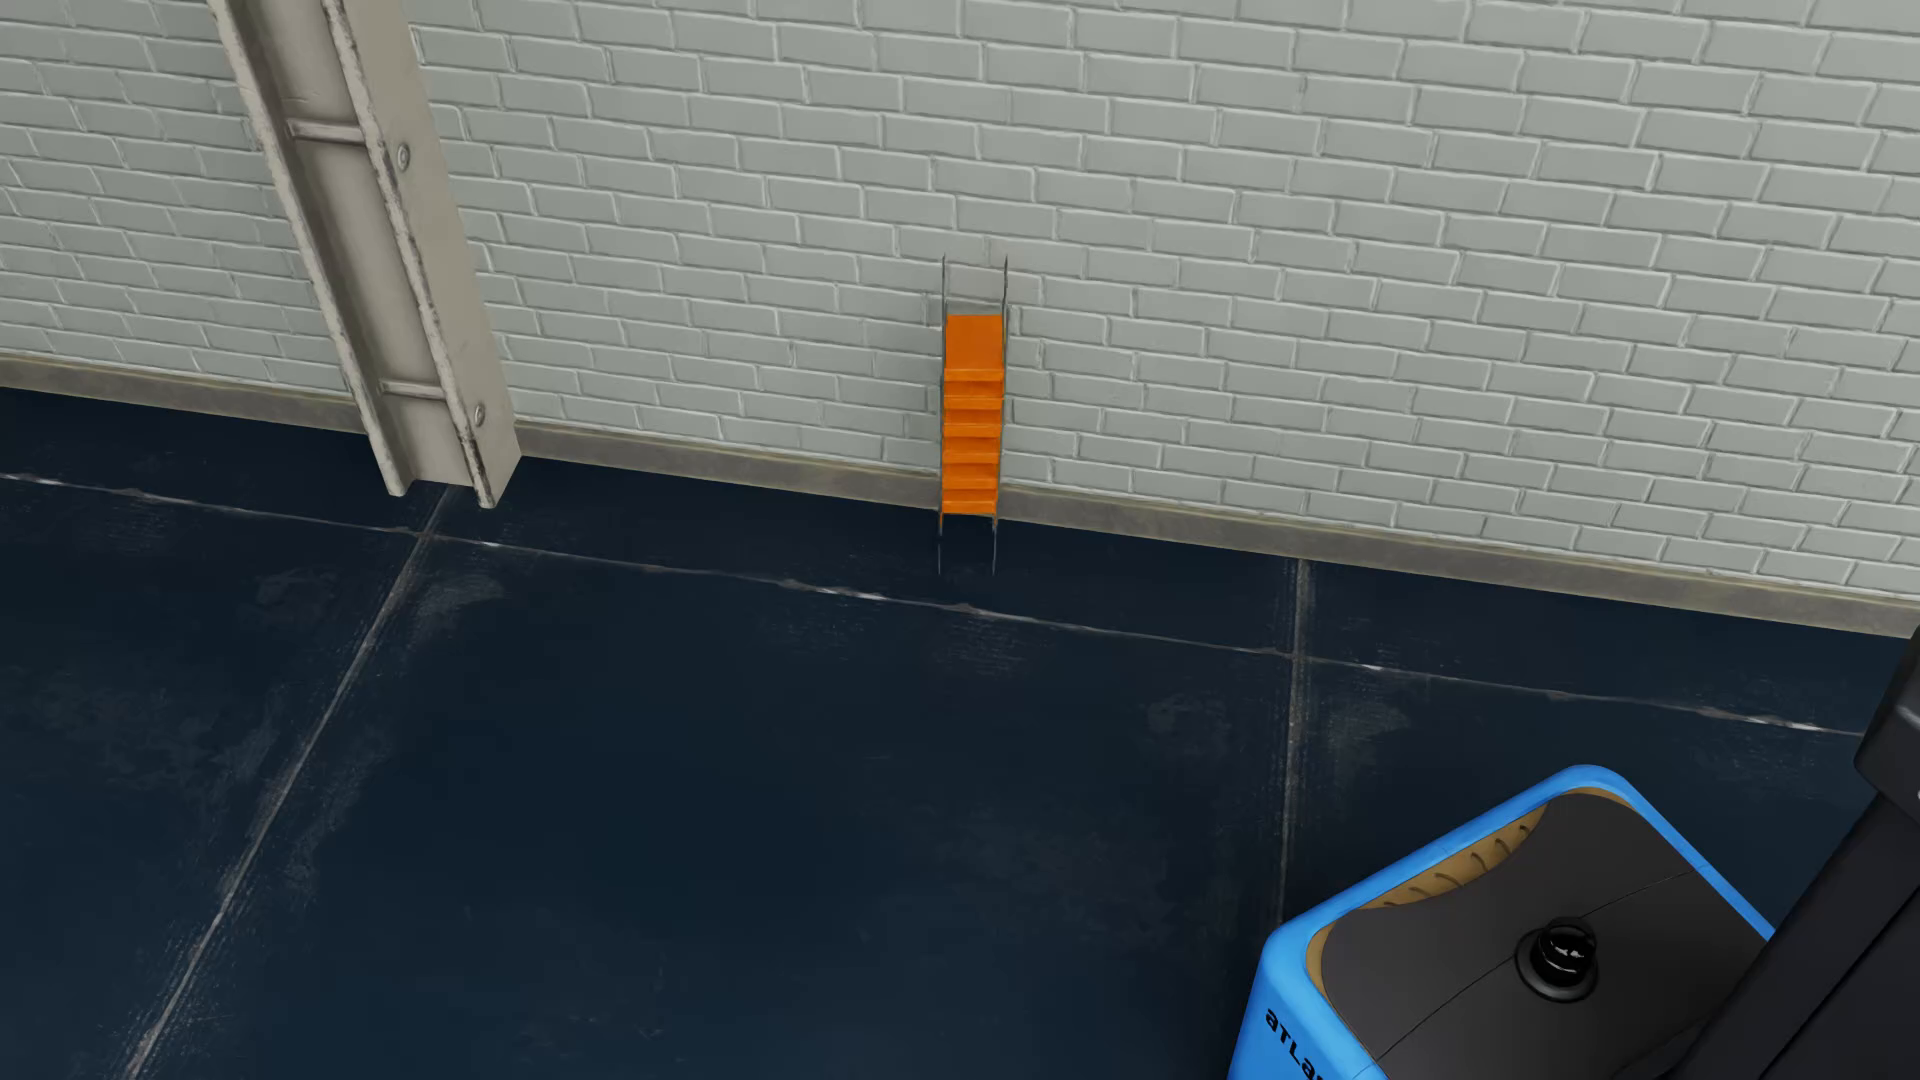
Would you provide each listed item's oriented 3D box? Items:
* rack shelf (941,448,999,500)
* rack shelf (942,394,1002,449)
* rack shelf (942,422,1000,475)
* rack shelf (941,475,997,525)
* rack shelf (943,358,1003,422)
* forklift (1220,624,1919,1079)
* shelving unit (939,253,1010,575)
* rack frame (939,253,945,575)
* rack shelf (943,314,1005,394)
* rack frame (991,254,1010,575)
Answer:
[{"bbox_3d":[0.030,-0.255,5.385,0.180,0.103,0.258,0,50,-1],"label":"rack shelf"},{"bbox_3d":[0.035,-0.410,5.202,0.180,0.103,0.258,0,50,-1],"label":"rack shelf"},{"bbox_3d":[0.033,-0.332,5.293,0.180,0.103,0.258,0,50,-1],"label":"rack shelf"},{"bbox_3d":[0.028,-0.177,5.477,0.180,0.103,0.258,0,50,-1],"label":"rack shelf"},{"bbox_3d":[0.038,-0.487,5.110,0.180,0.103,0.258,0,50,-1],"label":"rack shelf"},{"bbox_3d":[1.795,1.368,2.550,1.130,2.935,3.031,-23,52,-19],"label":"forklift"},{"bbox_3d":[0.034,-0.361,5.260,0.189,1.200,0.258,0,50,-1],"label":"shelving unit"},{"bbox_3d":[-0.058,-0.362,5.257,0.006,1.200,0.240,0,50,-1],"label":"rack frame"},{"bbox_3d":[0.040,-0.565,5.019,0.180,0.103,0.258,0,50,-1],"label":"rack shelf"},{"bbox_3d":[0.125,-0.360,5.262,0.006,1.200,0.240,0,50,-1],"label":"rack frame"}]
